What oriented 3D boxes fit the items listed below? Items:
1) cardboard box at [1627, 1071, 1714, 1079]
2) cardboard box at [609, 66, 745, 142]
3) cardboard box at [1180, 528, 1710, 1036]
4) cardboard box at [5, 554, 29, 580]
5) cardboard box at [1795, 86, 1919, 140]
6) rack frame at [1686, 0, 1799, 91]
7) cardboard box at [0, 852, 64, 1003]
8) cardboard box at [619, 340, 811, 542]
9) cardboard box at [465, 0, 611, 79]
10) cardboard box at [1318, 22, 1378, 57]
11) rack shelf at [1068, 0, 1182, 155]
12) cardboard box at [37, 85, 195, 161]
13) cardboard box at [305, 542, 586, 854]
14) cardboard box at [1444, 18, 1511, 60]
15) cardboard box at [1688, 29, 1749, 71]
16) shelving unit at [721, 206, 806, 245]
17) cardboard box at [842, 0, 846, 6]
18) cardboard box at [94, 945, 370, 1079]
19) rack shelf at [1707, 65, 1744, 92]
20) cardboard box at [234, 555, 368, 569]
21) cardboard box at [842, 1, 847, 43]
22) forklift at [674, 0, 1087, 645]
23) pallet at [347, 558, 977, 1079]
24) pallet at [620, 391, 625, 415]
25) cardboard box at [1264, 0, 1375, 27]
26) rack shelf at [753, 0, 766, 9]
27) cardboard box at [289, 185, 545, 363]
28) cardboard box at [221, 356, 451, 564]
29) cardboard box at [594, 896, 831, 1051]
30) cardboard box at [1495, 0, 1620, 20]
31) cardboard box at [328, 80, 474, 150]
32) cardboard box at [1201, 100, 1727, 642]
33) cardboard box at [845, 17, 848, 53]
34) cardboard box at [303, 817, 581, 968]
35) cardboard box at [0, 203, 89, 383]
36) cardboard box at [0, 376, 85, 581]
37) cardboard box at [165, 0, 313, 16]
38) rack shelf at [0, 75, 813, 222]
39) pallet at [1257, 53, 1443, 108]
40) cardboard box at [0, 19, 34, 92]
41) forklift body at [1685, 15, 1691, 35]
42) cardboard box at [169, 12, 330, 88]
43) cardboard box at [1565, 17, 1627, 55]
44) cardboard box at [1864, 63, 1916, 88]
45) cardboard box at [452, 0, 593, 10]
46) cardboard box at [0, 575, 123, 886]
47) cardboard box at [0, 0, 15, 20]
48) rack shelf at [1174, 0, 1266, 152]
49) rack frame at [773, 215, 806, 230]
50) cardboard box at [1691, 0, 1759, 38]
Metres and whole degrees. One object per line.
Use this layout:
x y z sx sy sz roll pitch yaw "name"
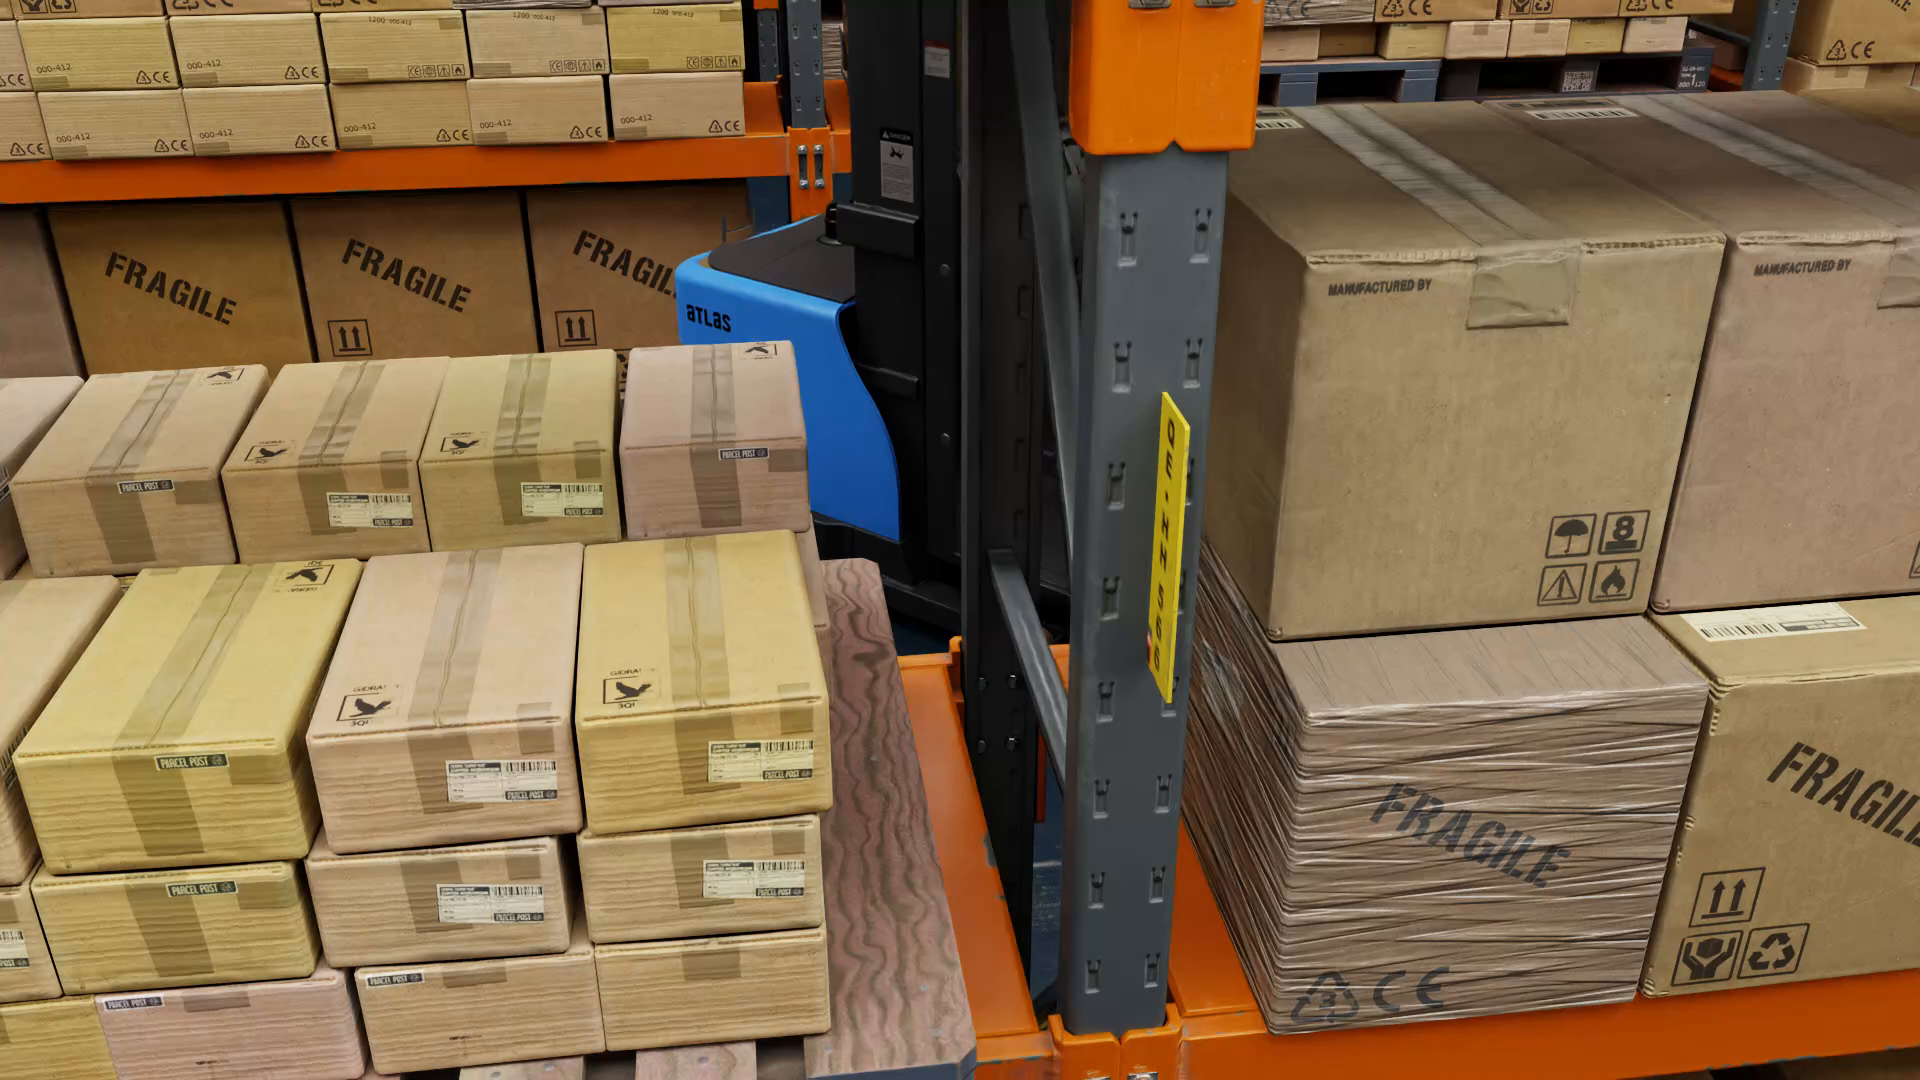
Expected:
0.749 1.062 2.899 0.750 0.750 1.050 -4 27 -8 "cardboard box"
-1.121 -1.769 6.576 0.500 0.250 0.500 -5 28 -9 "cardboard box"
0.615 0.295 2.280 0.500 0.500 0.500 -3 27 -7 "cardboard box"
-1.402 0.047 2.362 0.250 0.149 0.380 -4 27 -7 "cardboard box"
1.588 -0.334 2.410 0.500 0.500 0.700 -4 27 -8 "cardboard box"
3.305 -2.240 7.329 0.127 3.000 1.000 -4 27 -7 "rack frame"
-1.065 0.327 1.816 0.250 0.149 0.380 -4 27 -7 "cardboard box"
-0.356 -0.152 2.423 0.250 0.149 0.380 -4 27 -7 "cardboard box"
-1.608 -1.961 6.403 0.500 0.250 0.500 -4 27 -8 "cardboard box"
1.546 -2.129 6.928 0.250 0.149 0.380 -5 28 -9 "cardboard box"
-1.847 -0.641 1.716 4.000 0.370 1.077 -4 27 -7 "rack shelf"
-3.123 -1.632 6.309 0.500 0.250 0.500 -4 27 -8 "cardboard box"
-0.537 0.160 1.817 0.250 0.149 0.380 -4 27 -8 "cardboard box"
2.068 -2.098 6.868 0.250 0.149 0.380 -3 27 -7 "cardboard box"
3.580 -2.286 7.695 0.250 0.149 0.380 -4 27 -8 "cardboard box"
-0.770 -0.763 6.571 0.252 1.050 0.215 16 27 28 "shelving unit"
-0.245 -2.504 6.948 0.500 0.500 0.500 -4 27 -9 "cardboard box"
-0.792 0.442 1.919 0.250 0.149 0.380 -3 27 -6 "cardboard box"
5.285 -2.047 7.741 4.000 0.370 1.077 -4 27 -7 "rack shelf"
-0.905 0.015 2.424 0.250 0.149 0.380 -5 28 -9 "cardboard box"
-0.365 -2.188 7.043 0.250 0.149 0.380 -3 27 -5 "cardboard box"
0.467 -1.082 5.148 3.031 2.935 1.130 19 33 33 "forklift"
-0.558 0.425 2.346 1.003 0.211 1.213 -4 27 -7 "pallet"
-1.448 -0.729 7.439 1.213 0.211 1.003 -4 27 -7 "pallet"
1.358 -2.374 6.696 0.500 0.500 0.500 -5 28 -9 "cardboard box"
-3.332 -3.782 11.122 4.000 0.370 1.077 -4 27 -7 "rack shelf"
-2.236 -1.166 7.103 0.875 0.875 0.875 -3 27 -6 "cardboard box"
-0.861 -0.120 2.362 0.250 0.149 0.380 -4 27 -7 "cardboard box"
-0.291 0.410 1.980 0.250 0.149 0.380 -3 27 -6 "cardboard box"
2.388 -2.438 6.821 0.500 0.500 0.500 -4 27 -7 "cardboard box"
-2.126 -1.705 6.451 0.500 0.250 0.500 -4 27 -8 "cardboard box"
0.579 -0.267 2.281 0.500 0.500 0.700 -4 27 -7 "cardboard box"
-0.309 -1.997 6.671 0.250 0.149 0.380 -5 28 -10 "cardboard box"
-0.557 0.294 1.881 0.250 0.149 0.380 -3 27 -5 "cardboard box"
-4.015 -1.048 6.874 0.875 0.875 0.875 -3 27 -6 "cardboard box"
-1.391 -0.085 2.294 0.250 0.149 0.380 -2 27 -5 "cardboard box"
-2.634 -2.230 6.105 0.500 0.500 0.500 -4 27 -8 "cardboard box"
-2.637 -1.538 6.750 4.000 0.370 1.077 -4 27 -7 "rack shelf"
1.298 -2.044 7.159 1.213 0.211 1.003 -4 27 -7 "pallet"
-3.630 -1.833 6.153 0.500 0.250 0.500 -3 27 -6 "cardboard box"
4.947 -3.415 10.549 1.214 2.155 2.313 -4 27 -7 "forklift body"
-2.626 -1.886 6.257 0.500 0.250 0.500 -4 28 -9 "cardboard box"
2.570 -2.148 6.967 0.250 0.149 0.380 -4 28 -9 "cardboard box"
3.904 -2.042 7.220 0.250 0.149 0.380 -3 27 -6 "cardboard box"
-1.639 -2.287 6.217 0.500 0.500 0.500 -3 27 -6 "cardboard box"
-1.060 0.195 1.748 0.250 0.149 0.380 -3 27 -6 "cardboard box"
-3.642 -2.163 5.975 0.500 0.500 0.500 -4 27 -7 "cardboard box"
2.114 -0.896 2.212 4.000 0.370 1.077 -4 27 -7 "rack shelf"
-0.666 -0.734 6.514 0.008 1.050 0.200 16 27 28 "rack frame"
3.710 -2.557 7.513 0.500 0.500 0.500 -4 27 -8 "cardboard box"
